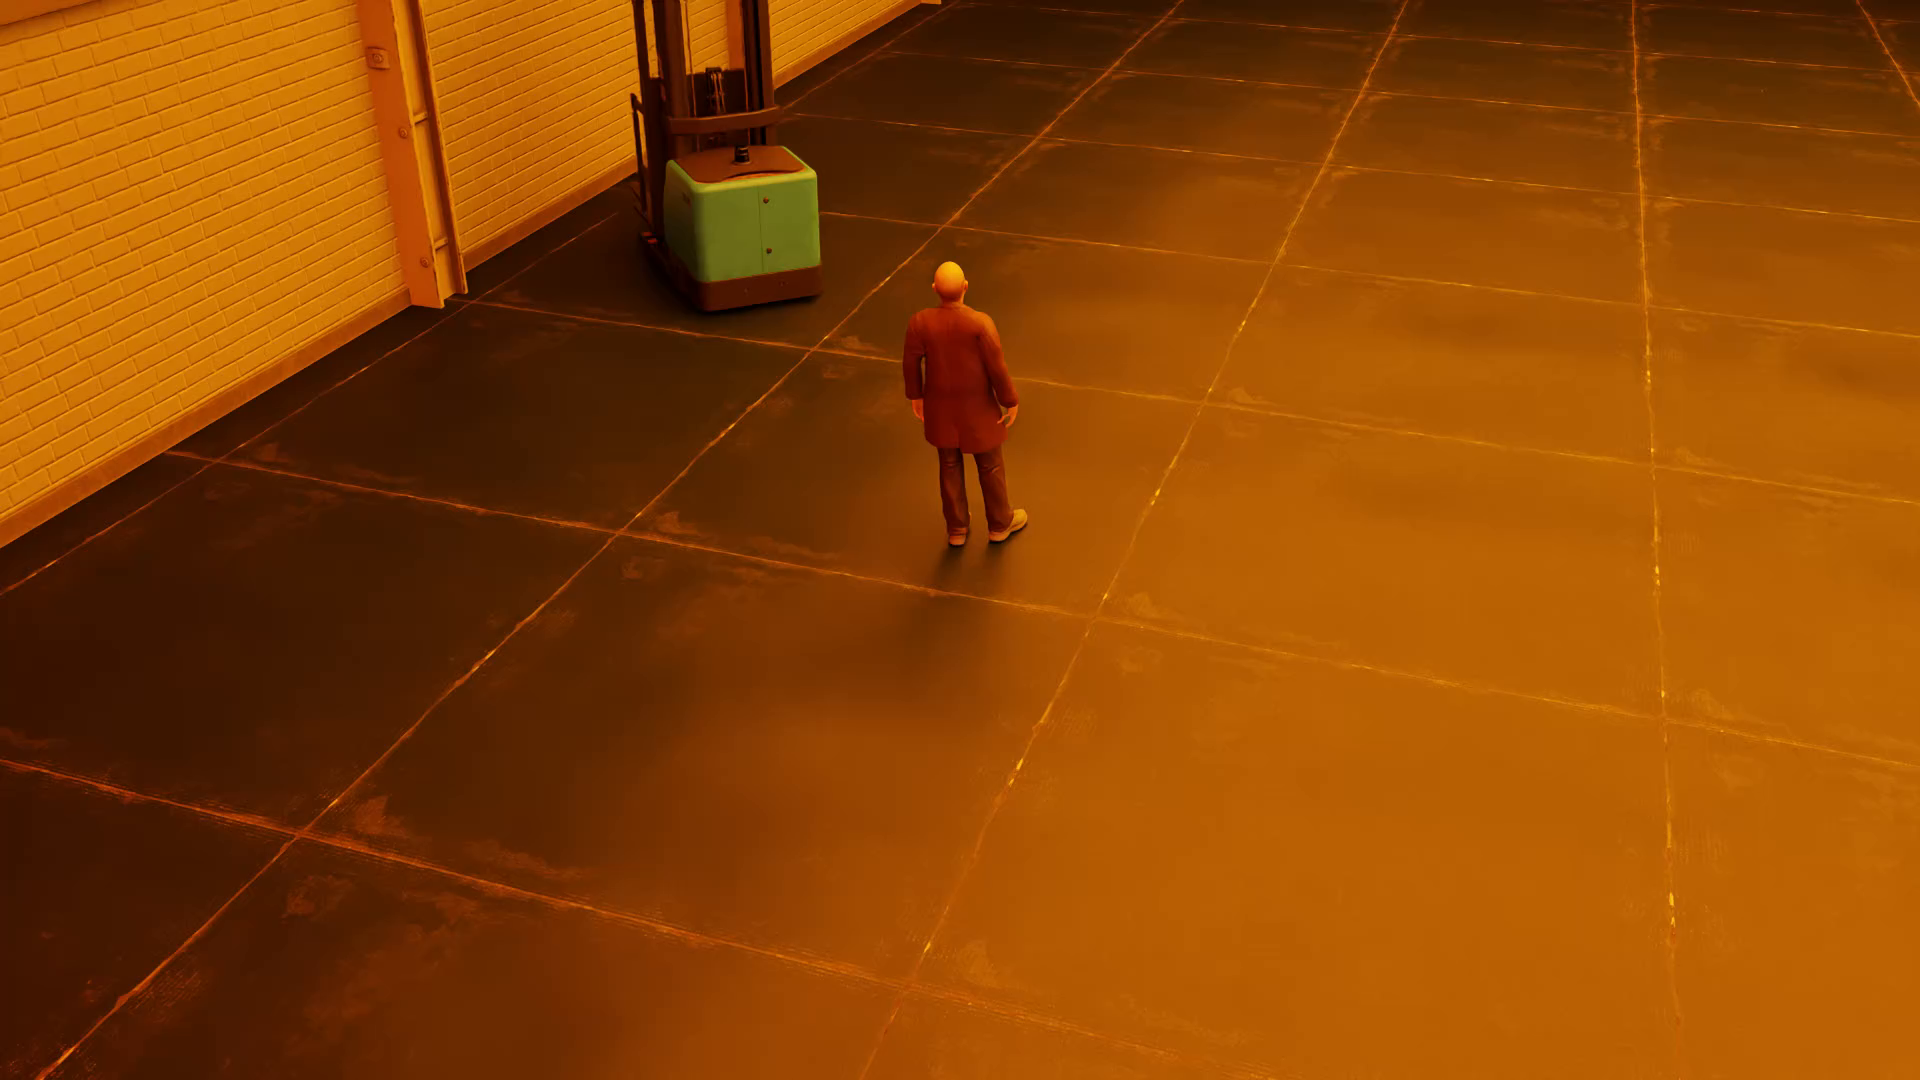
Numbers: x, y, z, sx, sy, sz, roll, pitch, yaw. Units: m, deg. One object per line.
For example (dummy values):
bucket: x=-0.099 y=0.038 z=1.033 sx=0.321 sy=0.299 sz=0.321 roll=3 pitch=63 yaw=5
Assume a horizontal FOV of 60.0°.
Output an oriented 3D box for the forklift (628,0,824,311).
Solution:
forklift: x=-2.164 y=-3.789 z=13.782 sx=1.130 sy=2.935 sz=3.031 roll=-12 pitch=32 yaw=-21

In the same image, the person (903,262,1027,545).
person: x=0.033 y=-0.822 z=9.726 sx=0.698 sy=1.778 sz=0.579 roll=10 pitch=31 yaw=16
